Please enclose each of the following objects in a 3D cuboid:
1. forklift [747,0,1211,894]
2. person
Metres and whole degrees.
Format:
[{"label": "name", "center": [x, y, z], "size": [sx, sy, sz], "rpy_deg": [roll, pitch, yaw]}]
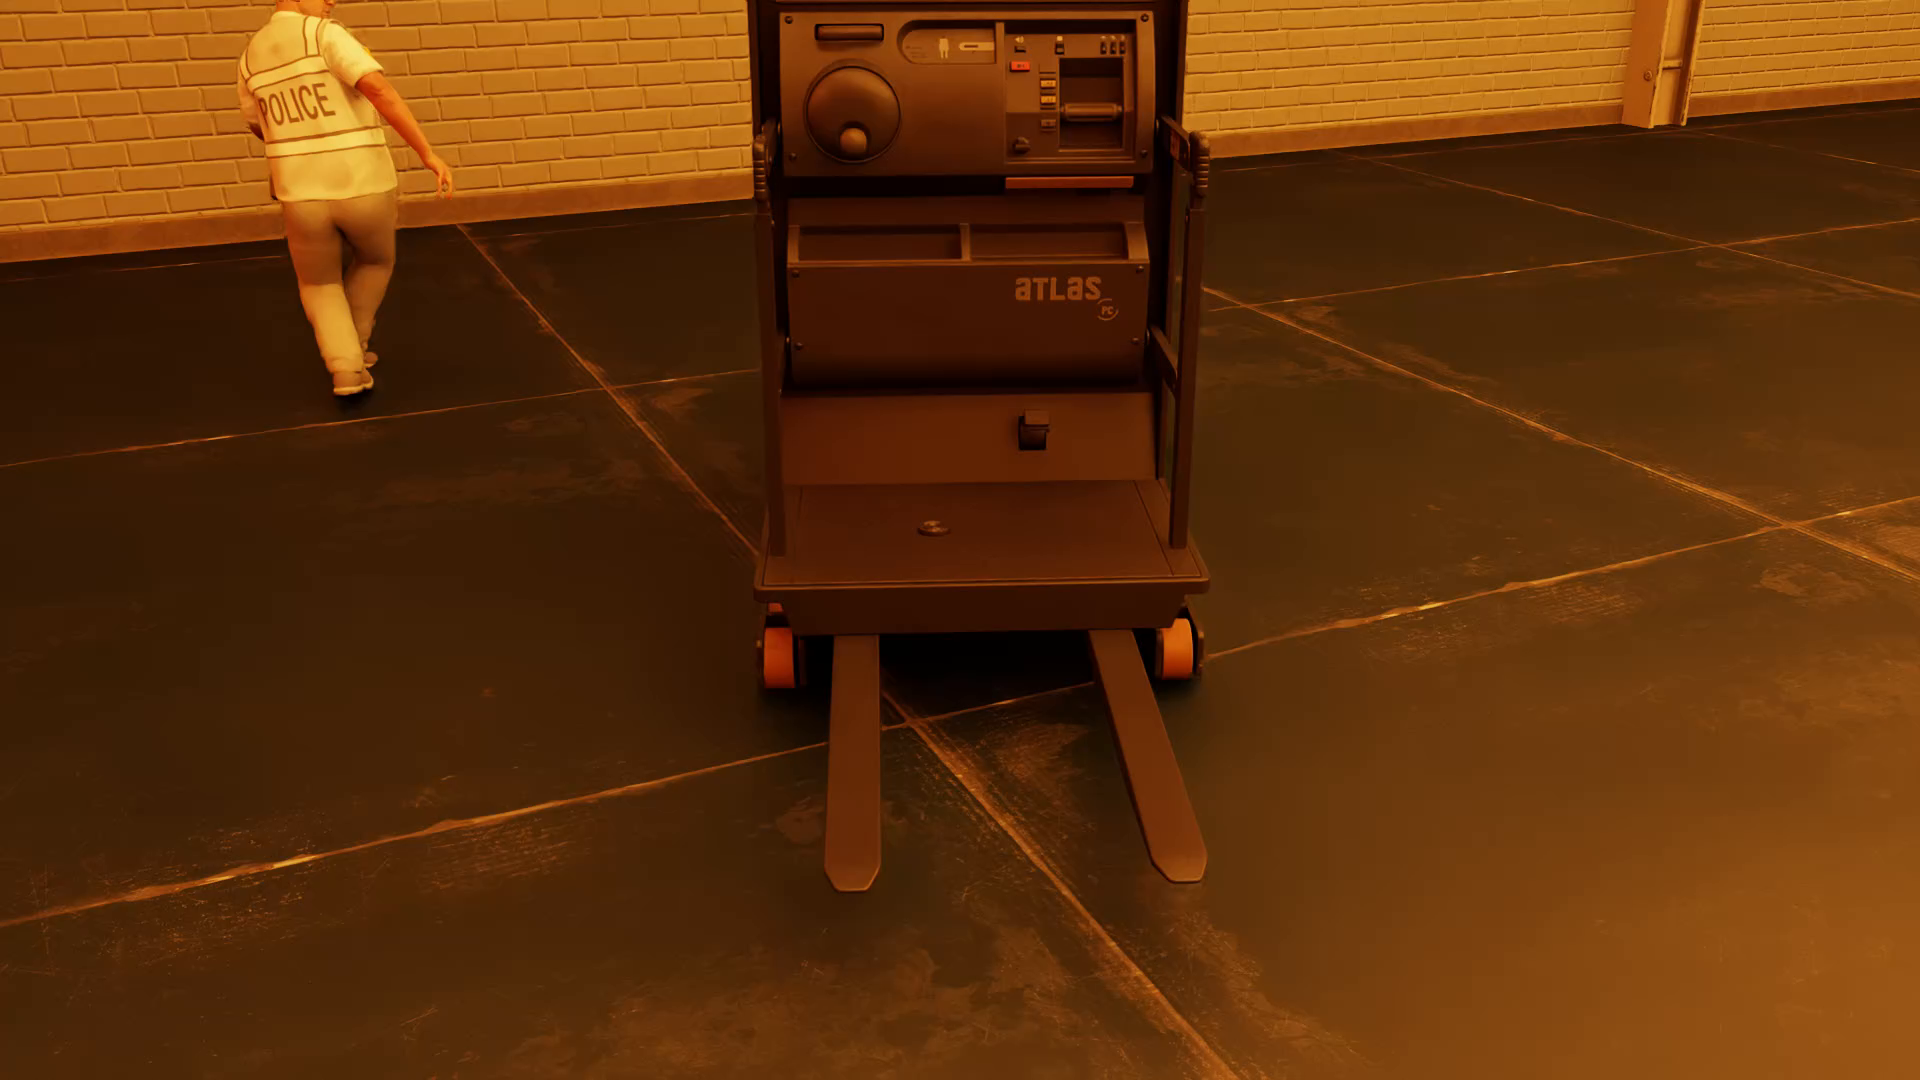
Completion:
[{"label": "forklift", "center": [0.033, -1.101, 3.935], "size": [1.130, 2.935, 3.031], "rpy_deg": [-1, 23, -3]}, {"label": "person", "center": [-2.294, -1.383, 6.357], "size": [0.814, 1.650, 0.828], "rpy_deg": [-2, 23, -4]}]
